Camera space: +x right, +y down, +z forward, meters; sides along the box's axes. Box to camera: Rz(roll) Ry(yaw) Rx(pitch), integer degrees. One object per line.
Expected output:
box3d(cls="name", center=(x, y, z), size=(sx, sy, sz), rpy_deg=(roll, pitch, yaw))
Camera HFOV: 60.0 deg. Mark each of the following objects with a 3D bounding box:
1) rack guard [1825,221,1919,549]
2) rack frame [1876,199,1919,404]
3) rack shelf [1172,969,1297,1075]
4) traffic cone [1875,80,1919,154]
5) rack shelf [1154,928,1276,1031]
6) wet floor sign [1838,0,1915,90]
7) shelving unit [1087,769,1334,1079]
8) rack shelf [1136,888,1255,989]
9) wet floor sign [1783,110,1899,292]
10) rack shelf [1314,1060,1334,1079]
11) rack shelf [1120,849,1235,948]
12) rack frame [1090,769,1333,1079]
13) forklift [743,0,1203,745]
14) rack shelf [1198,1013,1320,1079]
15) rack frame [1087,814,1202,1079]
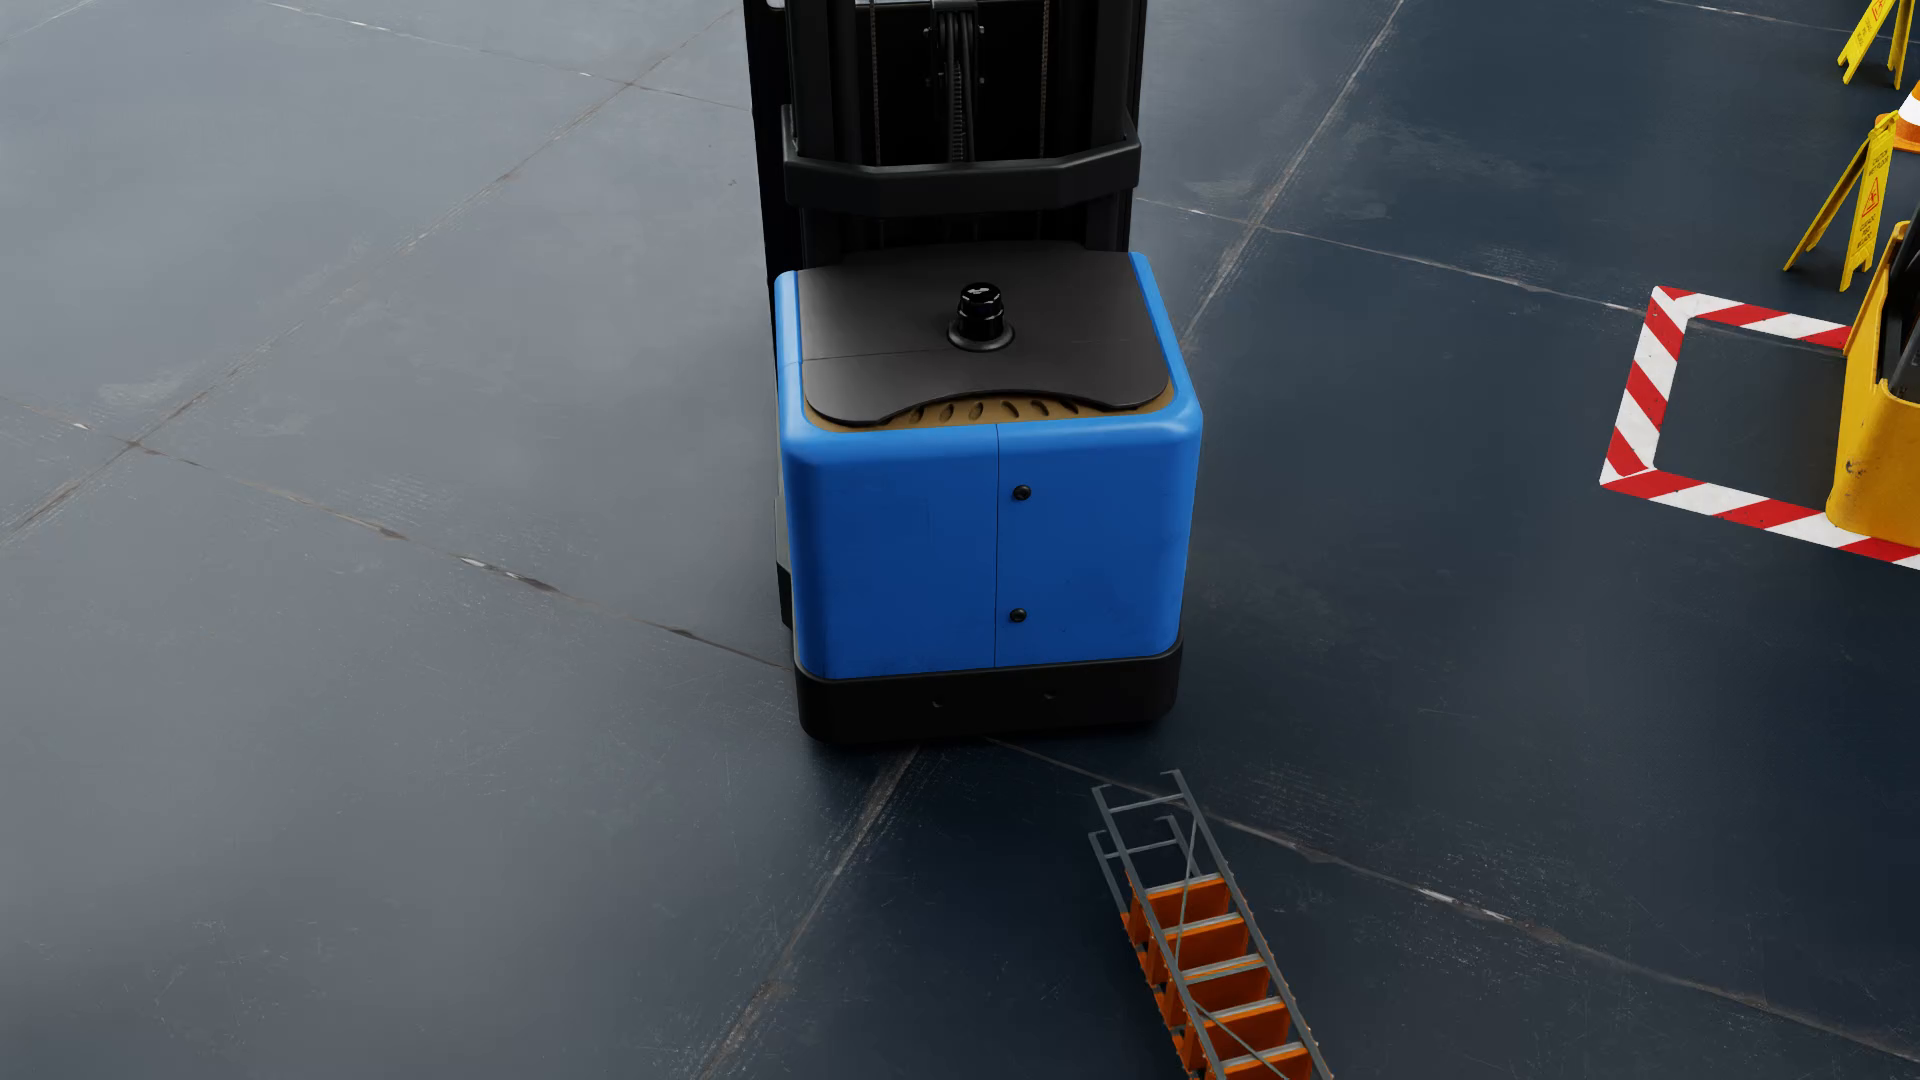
box3d(cls="rack guard", center=(3.161, -0.536, 5.487), size=(0.348, 0.500, 1.175), rpy_deg=(17, 44, 19))
box3d(cls="rack frame", center=(3.093, -1.502, 4.693), size=(0.127, 3.000, 1.000), rpy_deg=(17, 44, 19))
box3d(cls="rack shelf", center=(0.628, 1.109, 3.822), size=(0.258, 0.180, 0.103), rpy_deg=(-10, 42, -12))
box3d(cls="traffic cone", center=(4.189, -1.943, 7.138), size=(0.334, 0.463, 0.336), rpy_deg=(17, 44, 19))
box3d(cls="rack shelf", center=(0.596, 1.032, 3.909), size=(0.258, 0.180, 0.103), rpy_deg=(-10, 42, -12))
box3d(cls="wet floor sign", center=(4.230, -2.411, 7.539), size=(0.232, 0.644, 0.267), rpy_deg=(10, 42, 11))
box3d(cls="shelving unit", center=(0.608, 1.061, 3.877), size=(0.258, 0.189, 1.200), rpy_deg=(-10, 42, -12))
box3d(cls="rack shelf", center=(0.564, 0.956, 3.996), size=(0.258, 0.180, 0.103), rpy_deg=(-10, 42, -12))
box3d(cls="wet floor sign", center=(3.373, -1.300, 6.257), size=(0.267, 0.644, 0.232), rpy_deg=(-33, 51, -32))
box3d(cls="rack shelf", center=(0.692, 1.261, 3.648), size=(0.258, 0.180, 0.103), rpy_deg=(-10, 42, -12))
box3d(cls="rack shelf", center=(0.532, 0.880, 4.083), size=(0.258, 0.180, 0.103), rpy_deg=(-10, 42, -12))
box3d(cls="rack frame", center=(0.608, 0.992, 3.816), size=(0.240, 0.006, 1.200), rpy_deg=(-10, 42, -12))
box3d(cls="forklift", center=(-0.065, -1.514, 4.759), size=(1.130, 2.935, 3.031), rpy_deg=(-4, 41, -5))
box3d(cls="rack shelf", center=(0.660, 1.185, 3.735), size=(0.258, 0.180, 0.103), rpy_deg=(-10, 42, -12))
box3d(cls="rack frame", center=(0.608, 1.129, 3.937), size=(0.240, 0.006, 1.200), rpy_deg=(-10, 42, -12))
